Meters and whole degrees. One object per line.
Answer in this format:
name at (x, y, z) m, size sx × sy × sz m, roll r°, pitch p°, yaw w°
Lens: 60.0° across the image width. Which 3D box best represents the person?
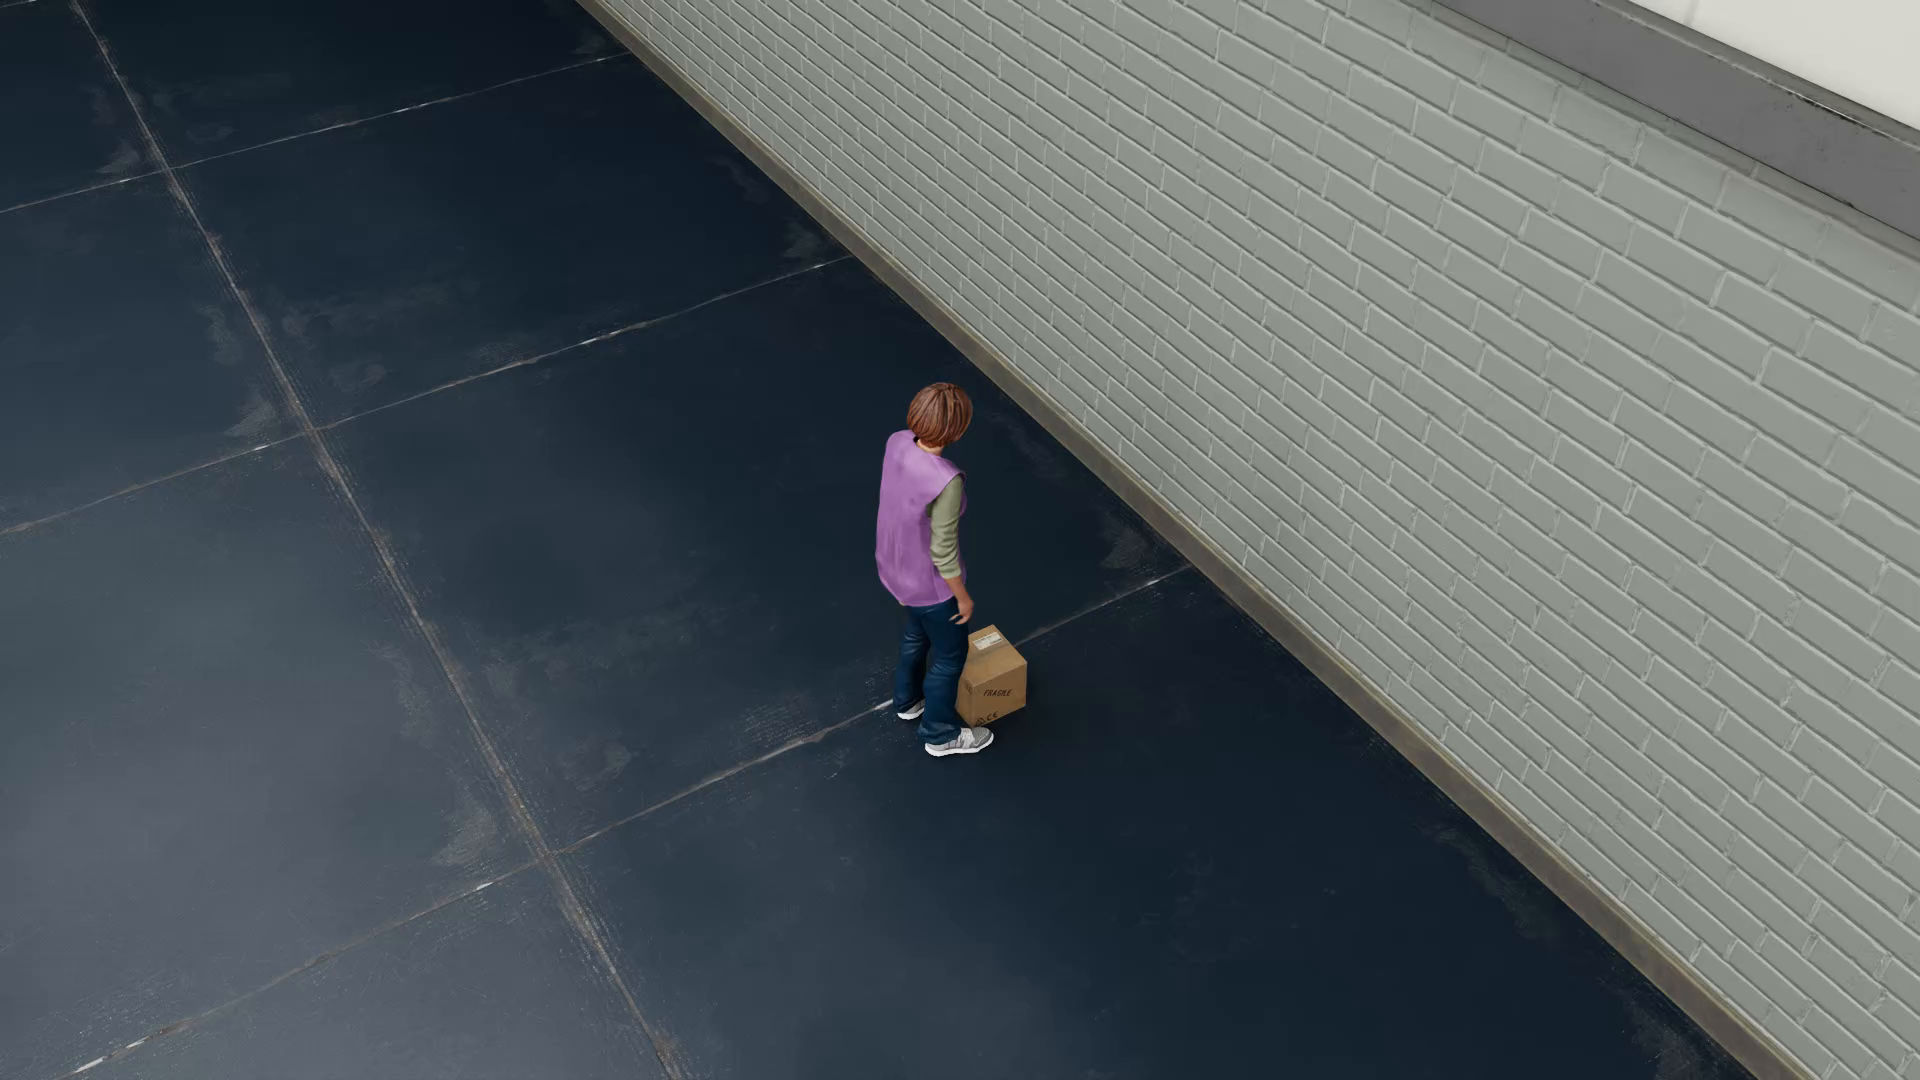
person at (-0.113, 0.123, 6.029) m, size 0.344 × 1.591 × 0.461 m, roll -21°, pitch 46°, yaw -23°
